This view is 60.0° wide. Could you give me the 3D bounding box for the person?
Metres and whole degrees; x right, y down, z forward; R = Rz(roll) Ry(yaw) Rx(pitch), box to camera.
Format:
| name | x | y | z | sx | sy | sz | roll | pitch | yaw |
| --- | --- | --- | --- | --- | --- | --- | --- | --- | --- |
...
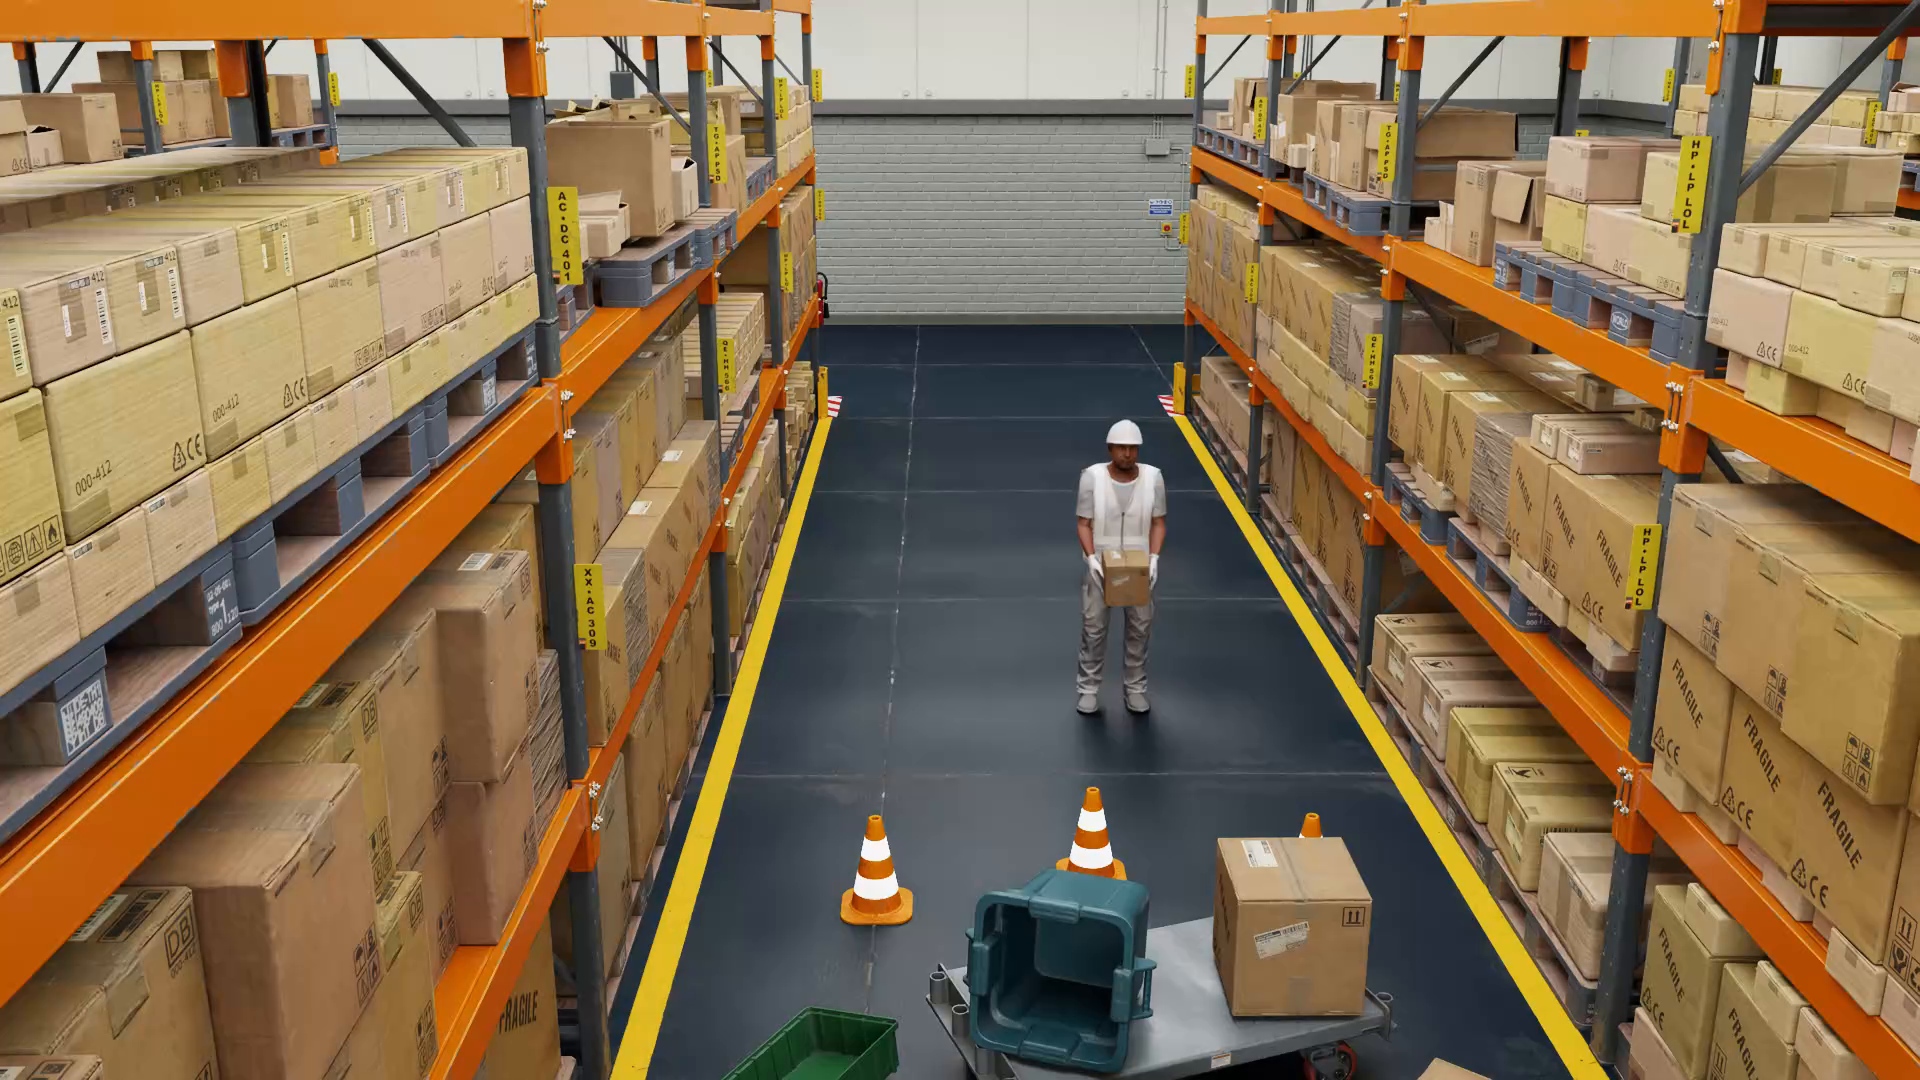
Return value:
| name | x | y | z | sx | sy | sz | roll | pitch | yaw |
| --- | --- | --- | --- | --- | --- | --- | --- | --- | --- |
| person | 0.963 | 0.172 | 9.939 | 0.546 | 1.788 | 0.509 | 0 | 17 | -1 |
